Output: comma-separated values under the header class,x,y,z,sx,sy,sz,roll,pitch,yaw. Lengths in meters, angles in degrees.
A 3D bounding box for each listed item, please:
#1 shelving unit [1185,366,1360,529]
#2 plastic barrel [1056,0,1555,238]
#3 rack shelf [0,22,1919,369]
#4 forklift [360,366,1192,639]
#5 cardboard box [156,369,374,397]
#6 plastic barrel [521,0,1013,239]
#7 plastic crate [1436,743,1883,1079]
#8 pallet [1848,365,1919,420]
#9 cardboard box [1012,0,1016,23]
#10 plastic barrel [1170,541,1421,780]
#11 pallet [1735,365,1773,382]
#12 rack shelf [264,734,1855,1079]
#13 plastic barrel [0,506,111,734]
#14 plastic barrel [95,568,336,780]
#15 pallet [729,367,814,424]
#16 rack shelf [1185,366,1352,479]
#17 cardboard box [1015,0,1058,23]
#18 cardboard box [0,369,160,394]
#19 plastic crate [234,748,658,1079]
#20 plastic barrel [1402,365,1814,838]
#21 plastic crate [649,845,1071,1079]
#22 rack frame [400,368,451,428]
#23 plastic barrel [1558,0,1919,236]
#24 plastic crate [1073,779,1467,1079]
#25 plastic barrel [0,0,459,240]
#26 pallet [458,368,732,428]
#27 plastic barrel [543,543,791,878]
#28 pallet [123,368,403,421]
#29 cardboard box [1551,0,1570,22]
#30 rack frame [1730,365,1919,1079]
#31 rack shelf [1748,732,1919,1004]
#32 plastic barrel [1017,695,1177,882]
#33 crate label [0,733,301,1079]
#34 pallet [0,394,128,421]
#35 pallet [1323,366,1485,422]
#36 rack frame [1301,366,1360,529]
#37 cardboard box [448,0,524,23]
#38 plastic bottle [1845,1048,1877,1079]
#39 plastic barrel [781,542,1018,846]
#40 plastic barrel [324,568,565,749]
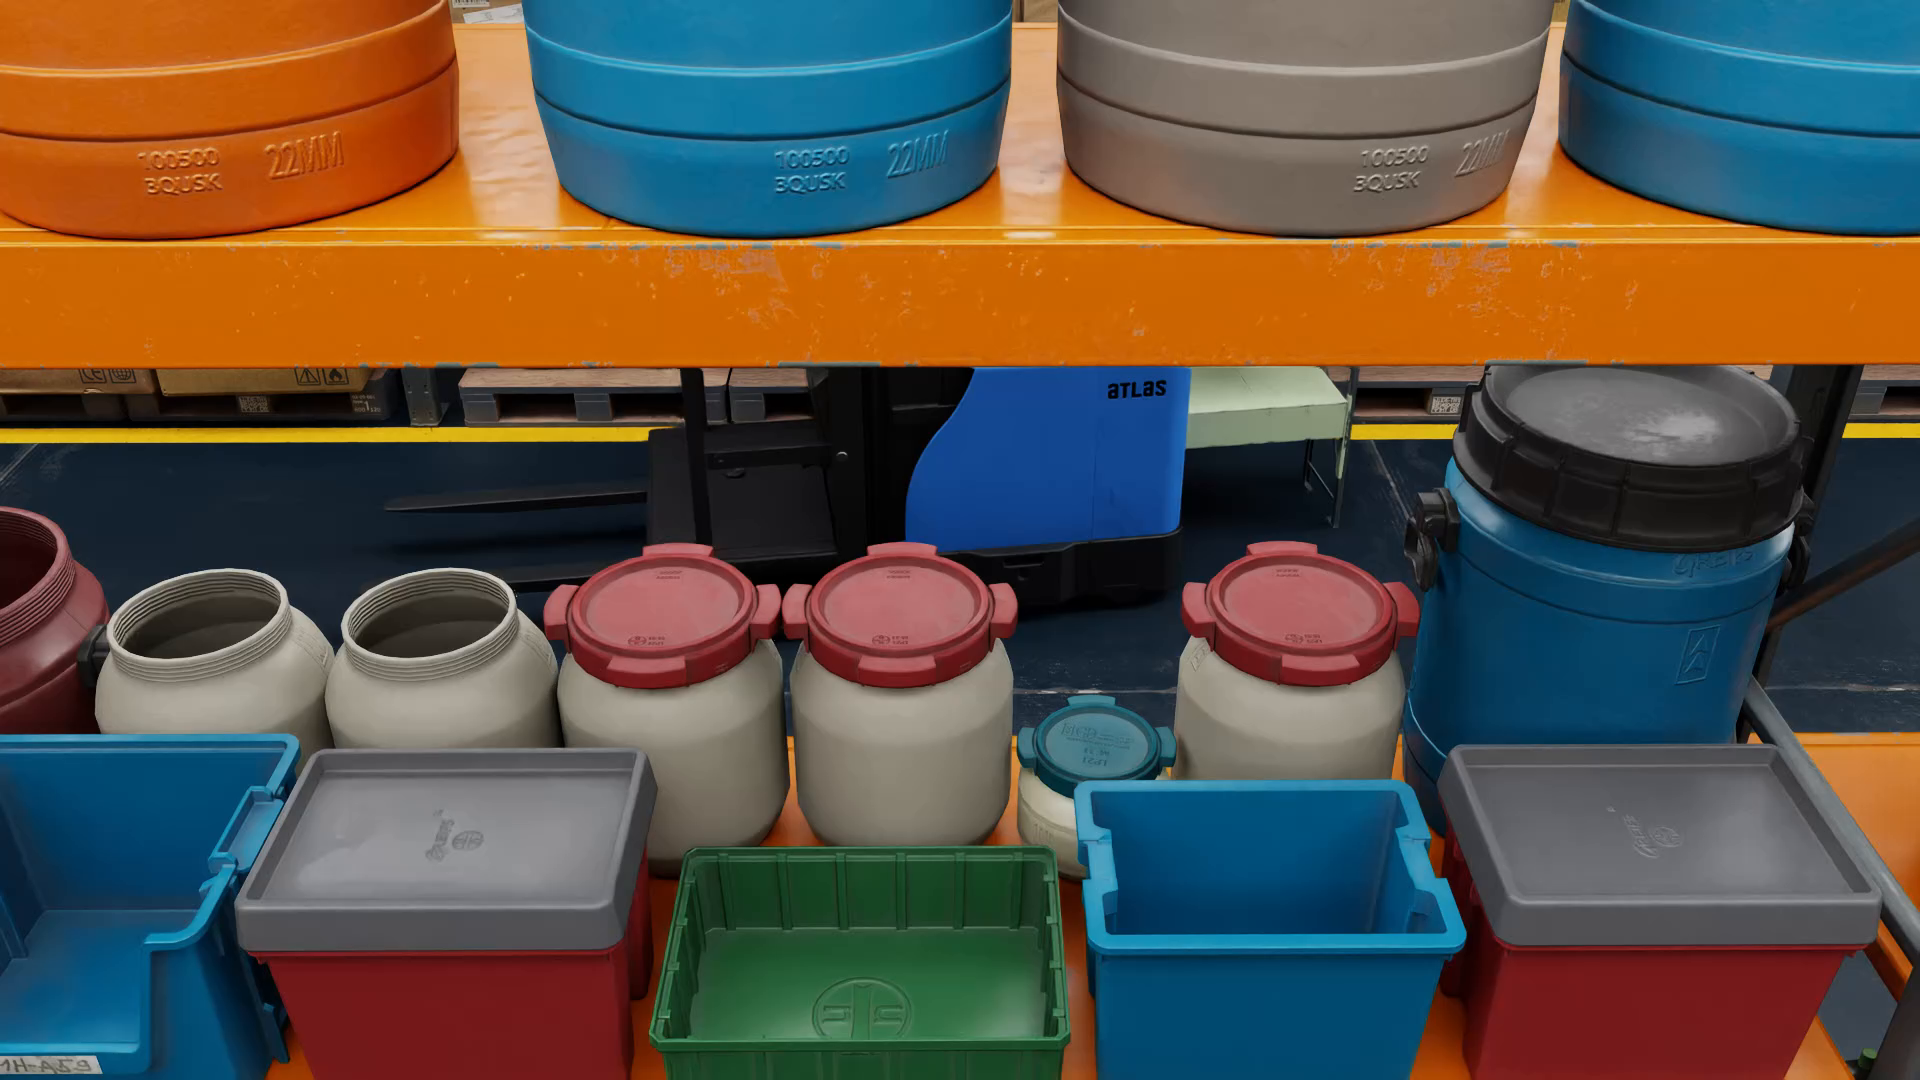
class,x,y,z,sx,sy,sz,roll,pitch,yaw
shelving unit,1.150,-0.761,6.559,0.755,1.500,0.431,-5,32,-7
plastic barrel,0.420,-0.878,1.931,0.600,0.901,0.600,0,31,0
rack shelf,-0.418,-0.466,2.429,4.000,0.370,1.077,0,31,0
forklift,-0.722,-1.159,5.835,3.031,2.935,1.130,-5,32,-7
cardboard box,-3.138,-1.334,7.701,0.875,0.875,1.225,-2,31,-3
plastic barrel,-0.234,-0.876,1.927,0.708,0.901,0.600,0,31,0
plastic crate,1.099,0.635,2.750,0.583,0.464,0.402,0,31,0
pallet,4.663,-0.903,8.034,1.213,0.211,1.003,0,31,0
cardboard box,0.038,-3.808,11.899,0.750,0.750,1.050,0,31,0
plastic barrel,0.624,0.333,3.178,0.433,0.535,0.433,0,31,0
pallet,3.446,-0.900,8.031,1.213,0.211,1.003,0,31,0
rack shelf,-0.418,0.816,3.207,4.000,0.370,1.077,0,31,0
plastic barrel,-1.956,0.298,3.236,0.708,0.536,0.600,0,31,0
plastic barrel,-1.391,0.353,3.169,0.421,0.512,0.421,0,31,0
pallet,-0.450,-0.866,7.974,1.213,0.211,1.003,0,31,0
rack shelf,1.150,-0.483,6.728,0.720,0.370,0.431,-5,32,-7
cardboard box,0.756,-2.573,7.116,1.000,1.000,1.000,0,31,0
cardboard box,-4.030,-1.335,7.703,0.875,0.875,1.225,0,31,0
plastic crate,-0.801,0.641,2.740,0.583,0.464,0.402,0,31,0
plastic barrel,1.193,0.132,3.157,0.708,0.901,0.600,0,31,0
plastic crate,-0.158,0.745,2.835,0.662,0.188,0.450,0,31,0
rack frame,-2.448,-2.054,7.244,0.127,3.000,1.000,0,31,0
plastic barrel,1.074,-0.880,1.934,0.708,0.901,0.600,0,31,0
plastic crate,0.480,0.674,2.763,0.575,0.384,0.392,0,31,0
plastic barrel,-0.942,-0.843,1.942,0.708,0.830,0.600,0,31,0
pallet,-1.667,-0.864,7.970,1.213,0.211,1.003,0,31,0
plastic barrel,-0.543,0.337,3.172,0.433,0.535,0.433,0,31,0
pallet,-3.237,-0.899,8.028,1.213,0.211,1.003,0,31,0
cardboard box,2.502,-2.189,7.084,0.500,0.500,0.875,0,31,0
rack frame,1.582,0.501,3.033,0.053,2.616,0.949,0,31,0
rack shelf,3.582,0.804,3.227,4.000,0.370,1.077,0,31,0
plastic barrel,0.257,0.486,3.191,0.301,0.262,0.301,0,31,0
crate label,-1.423,0.637,2.775,0.616,0.435,0.502,0,31,0
pallet,-4.454,-0.896,8.024,1.213,0.211,1.003,0,31,0
pallet,2.223,-0.895,8.022,1.213,0.211,1.003,0,31,0
rack frame,1.511,-0.790,6.606,0.023,1.500,0.400,-5,32,-7
cardboard box,-1.908,-2.299,7.146,0.500,0.500,0.500,-4,31,-6
plastic bottle,2.061,1.303,3.905,0.133,0.283,0.061,1,31,2
plastic barrel,-0.110,0.336,3.174,0.433,0.535,0.433,0,31,0
plastic barrel,-0.970,0.352,3.171,0.421,0.512,0.421,0,31,0
